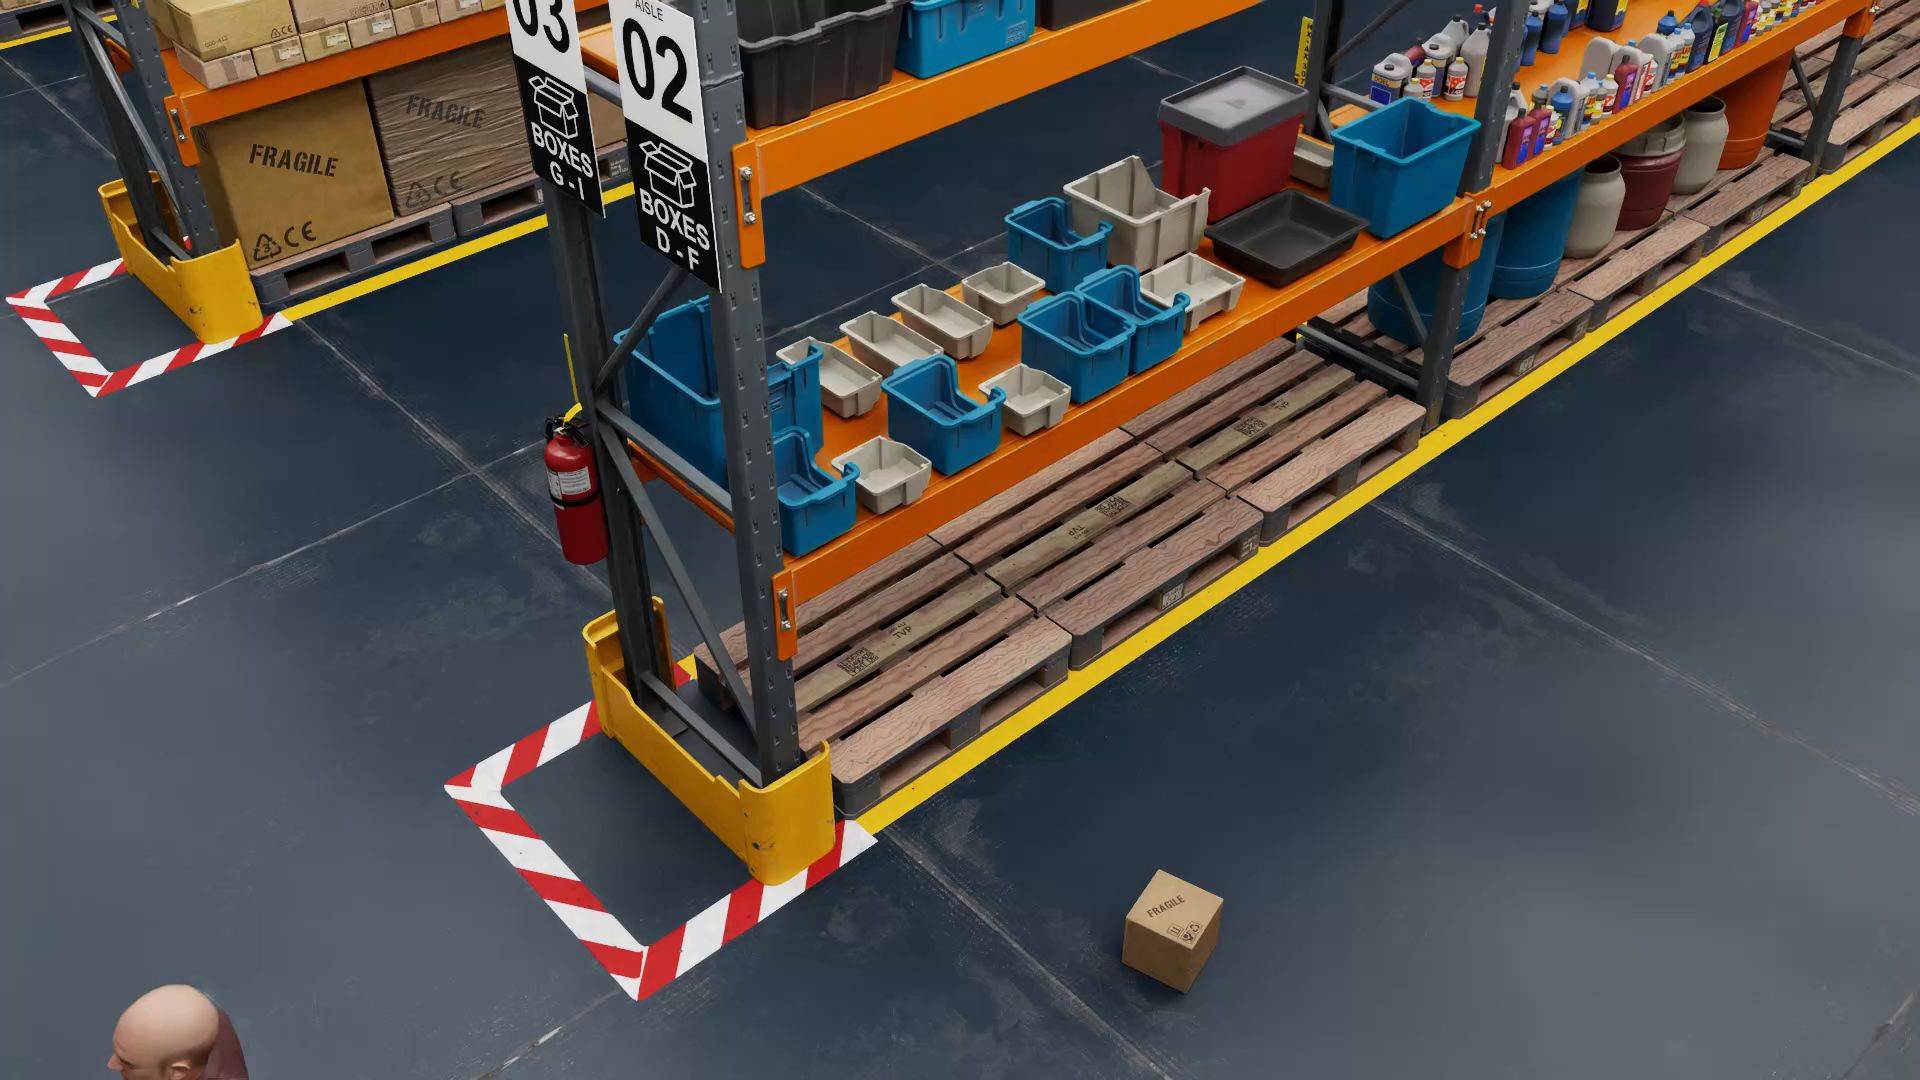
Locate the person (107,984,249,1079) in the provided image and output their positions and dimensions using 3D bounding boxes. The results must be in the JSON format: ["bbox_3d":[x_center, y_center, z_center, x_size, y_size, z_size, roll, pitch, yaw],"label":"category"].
[{"bbox_3d":[-1.748,1.663,4.135,0.778,1.756,0.563,-20,43,-23],"label":"person"}]
